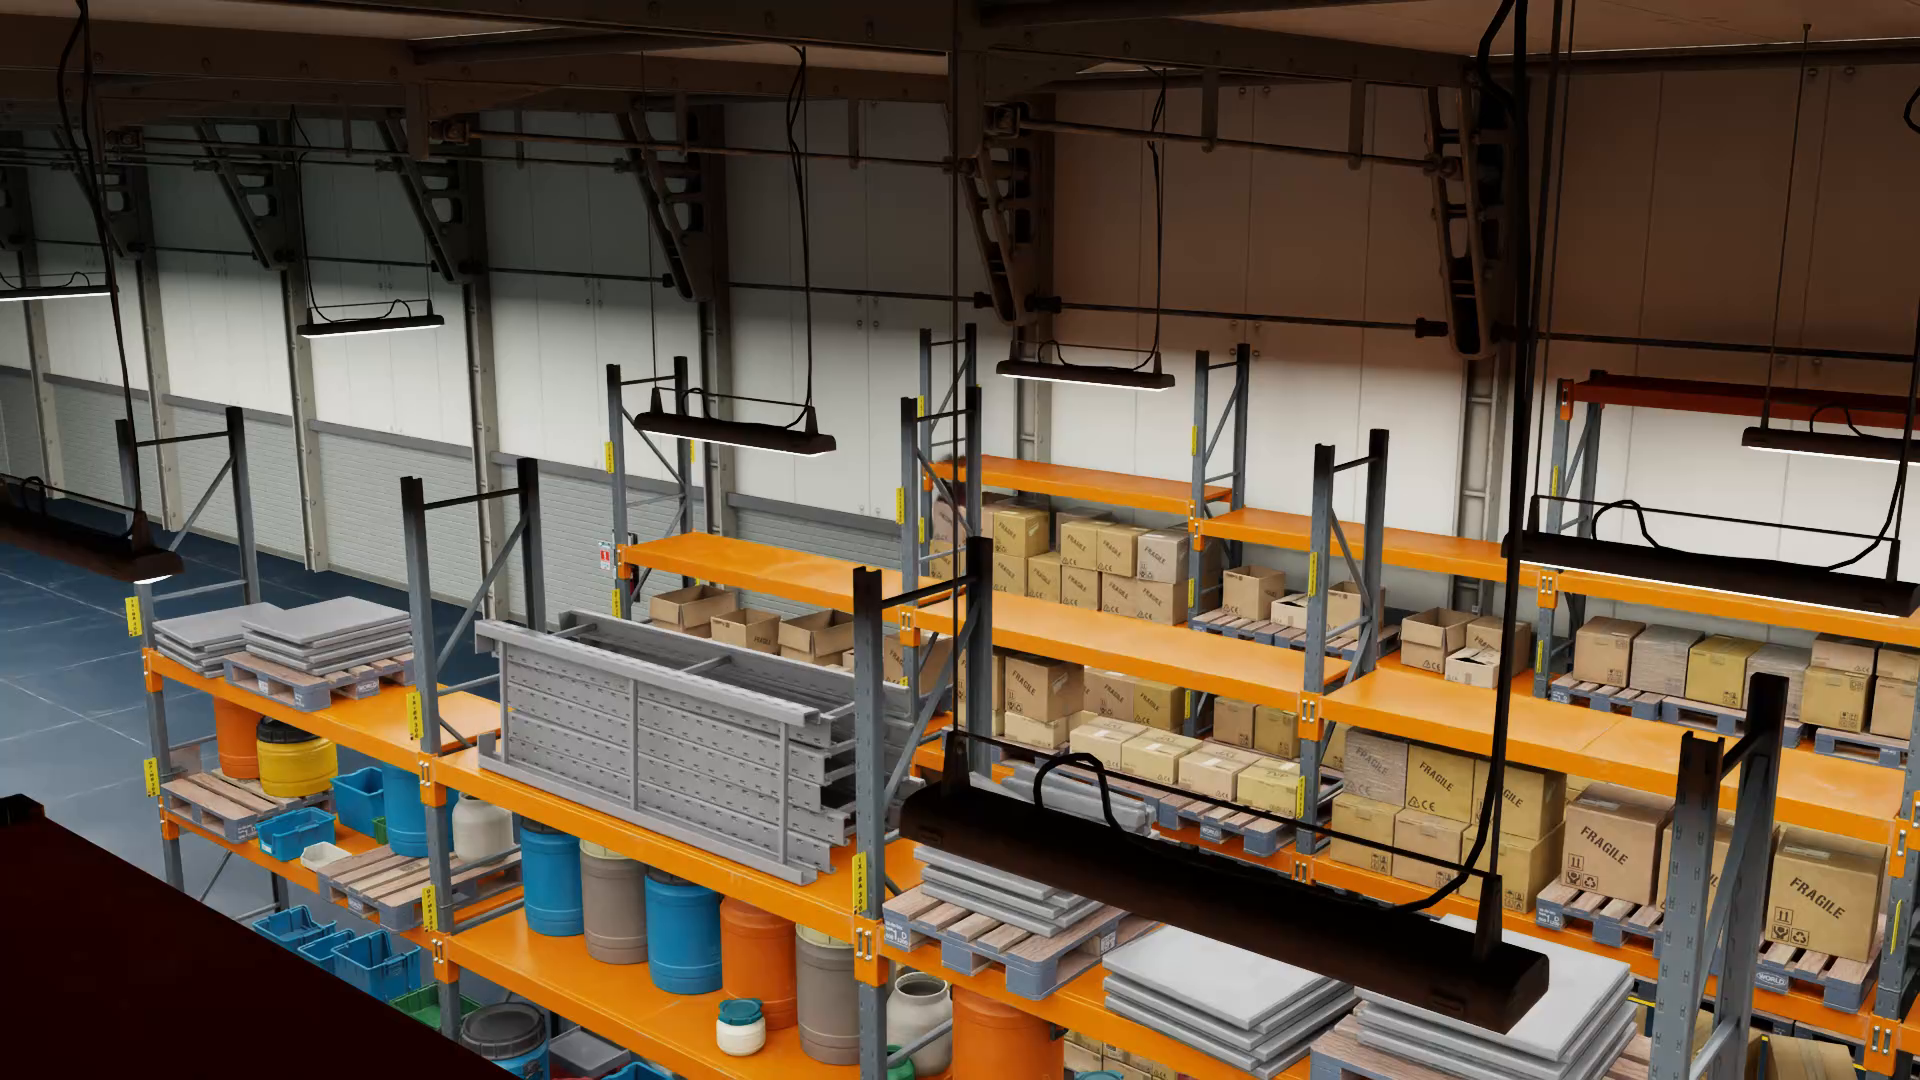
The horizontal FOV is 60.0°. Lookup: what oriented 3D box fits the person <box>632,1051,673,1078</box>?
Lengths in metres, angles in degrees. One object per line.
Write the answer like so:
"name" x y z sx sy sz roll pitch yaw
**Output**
"person" -2.848 4.086 14.326 0.665 1.657 0.469 9 16 36
